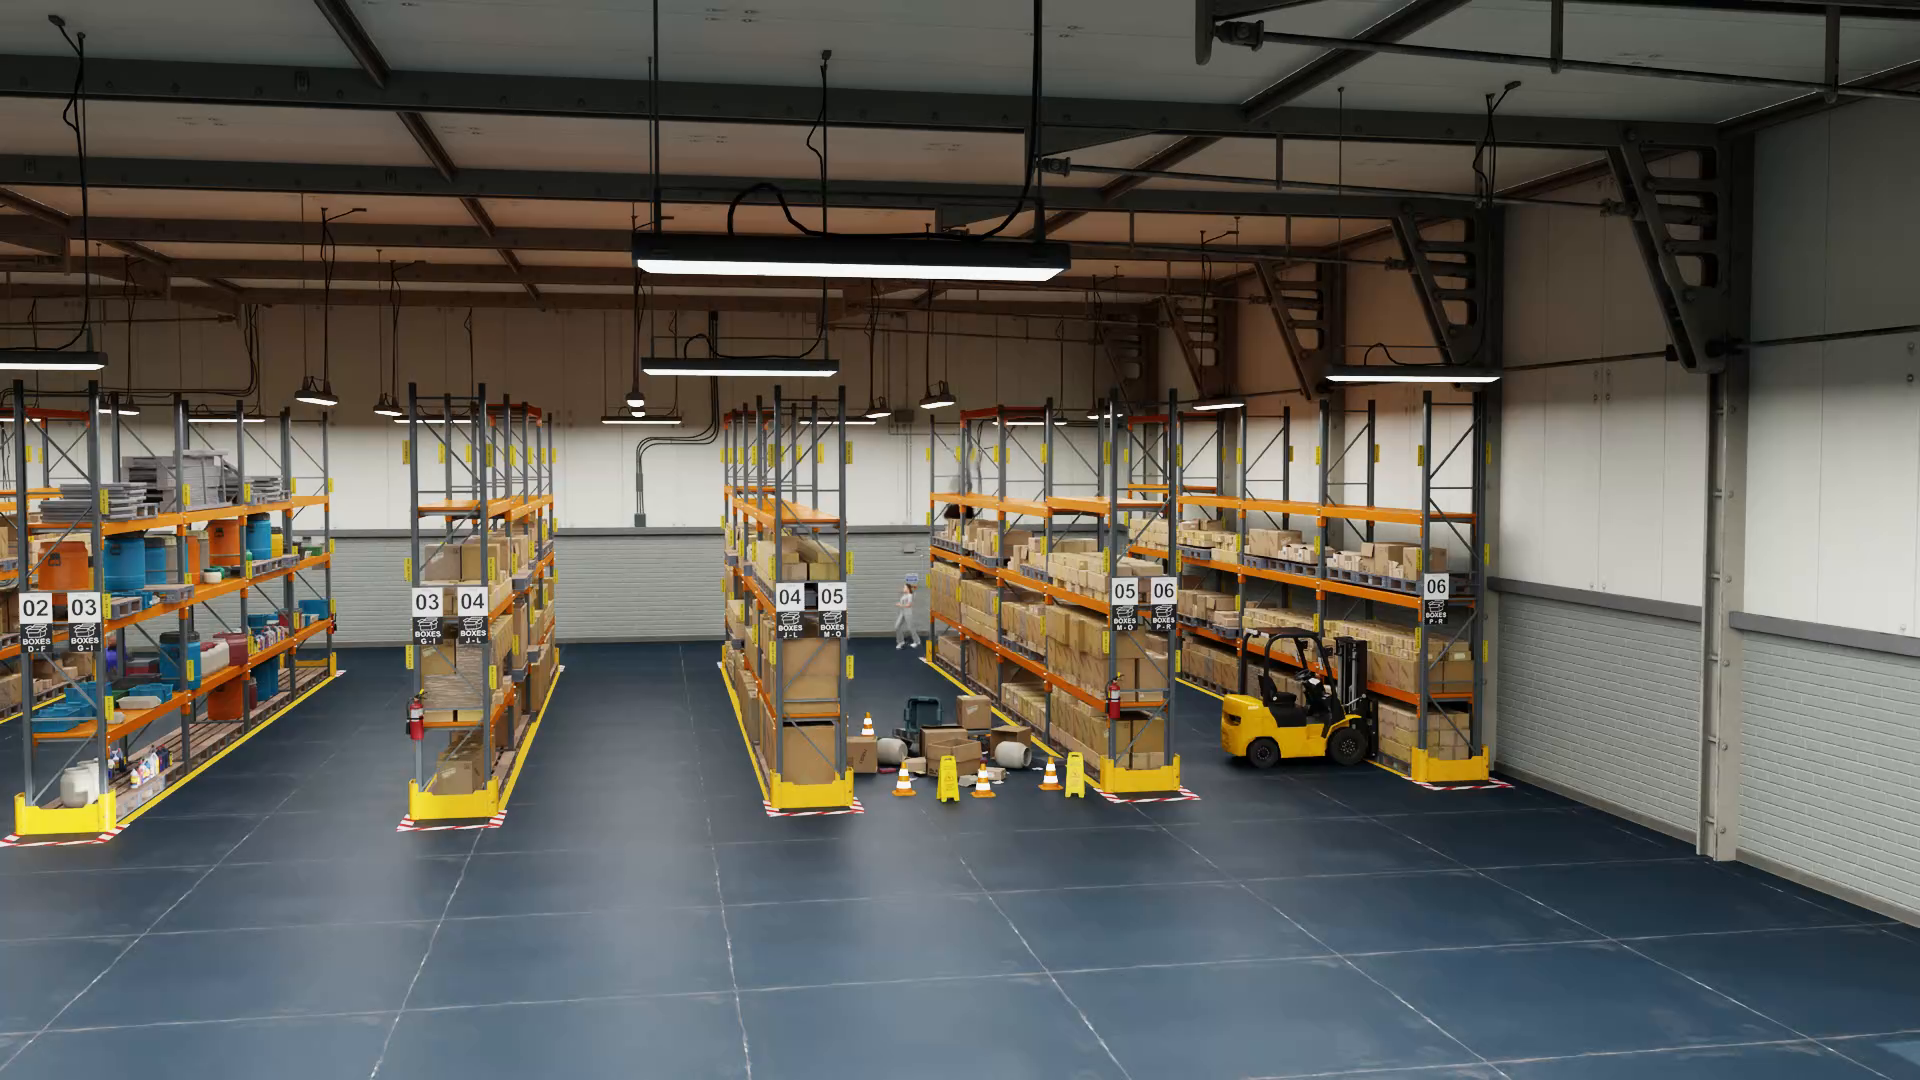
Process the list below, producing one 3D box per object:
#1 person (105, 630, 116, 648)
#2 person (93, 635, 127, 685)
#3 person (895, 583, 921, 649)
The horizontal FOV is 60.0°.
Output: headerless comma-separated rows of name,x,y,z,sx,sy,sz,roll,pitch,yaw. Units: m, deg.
person,-19.442,2.227,37.848,0.700,1.792,0.698,0,3,6
person,-15.883,2.626,31.094,0.581,1.688,0.738,-1,3,-24
person,-1.370,1.984,43.104,0.750,1.725,0.533,-2,3,-33
